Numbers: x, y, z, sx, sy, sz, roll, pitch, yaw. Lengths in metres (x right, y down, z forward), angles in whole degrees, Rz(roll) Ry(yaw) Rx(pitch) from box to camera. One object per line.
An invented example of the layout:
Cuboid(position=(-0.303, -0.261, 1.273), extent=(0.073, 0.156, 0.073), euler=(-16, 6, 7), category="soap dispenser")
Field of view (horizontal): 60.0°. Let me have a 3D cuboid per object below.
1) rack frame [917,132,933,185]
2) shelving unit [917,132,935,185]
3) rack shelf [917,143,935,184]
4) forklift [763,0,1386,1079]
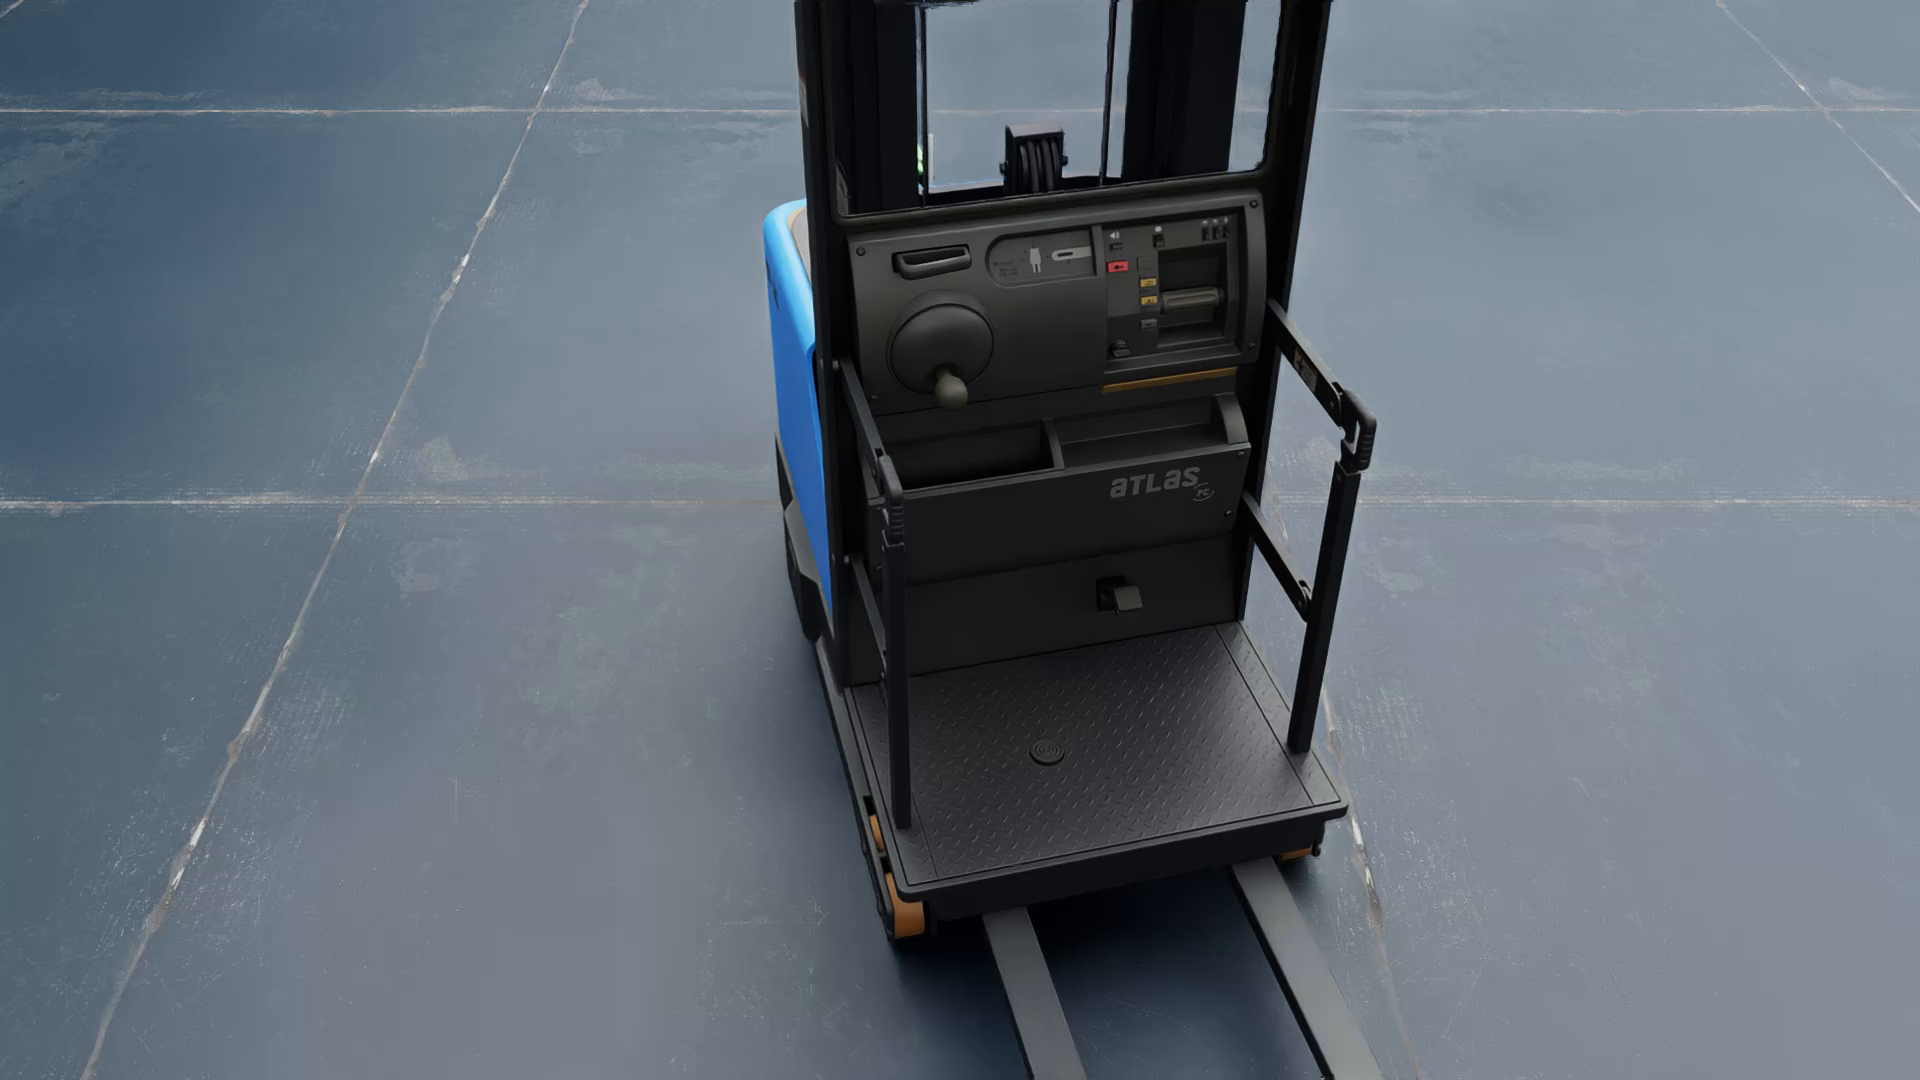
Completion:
Cuboid(position=(-0.198, -0.688, 5.149), extent=(0.240, 1.200, 0.015), euler=(-9, 40, -11), category="rack frame")
Cuboid(position=(-0.257, -0.836, 5.334), extent=(0.258, 1.200, 0.503), euler=(-9, 40, -11), category="shelving unit")
Cuboid(position=(-0.257, -1.161, 5.073), extent=(0.258, 0.148, 0.480), euler=(-9, 40, -11), category="rack shelf")
Cuboid(position=(0.279, -0.448, 3.465), extent=(1.130, 2.935, 3.031), euler=(-9, 40, -11), category="forklift")
